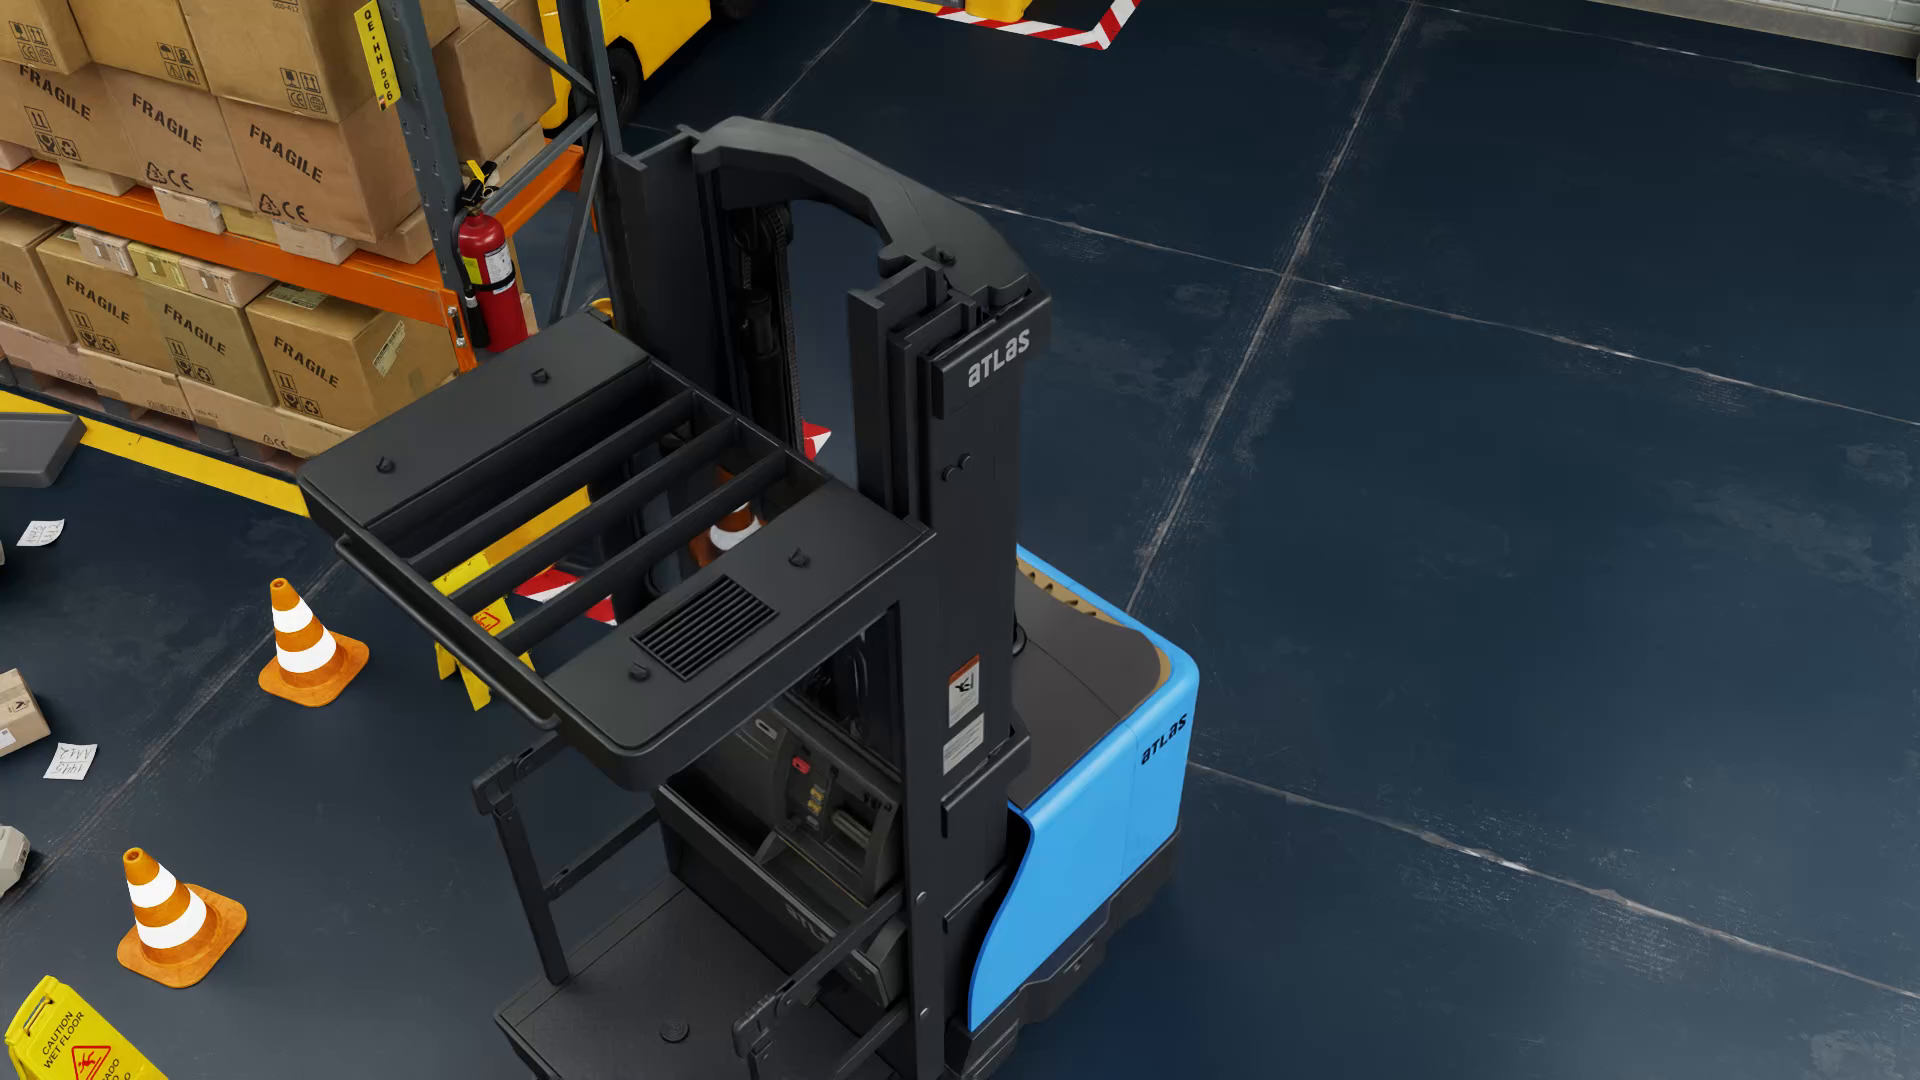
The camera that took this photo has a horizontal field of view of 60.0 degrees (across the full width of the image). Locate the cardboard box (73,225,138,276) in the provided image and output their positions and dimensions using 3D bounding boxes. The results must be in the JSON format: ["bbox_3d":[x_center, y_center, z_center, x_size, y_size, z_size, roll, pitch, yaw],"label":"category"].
[{"bbox_3d":[-3.214,-1.221,6.511,0.250,0.149,0.380,18,48,18],"label":"cardboard box"}]

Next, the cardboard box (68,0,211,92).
[{"bbox_3d":[-2.556,-1.939,5.581,0.500,0.500,0.700,17,47,16],"label":"cardboard box"}]

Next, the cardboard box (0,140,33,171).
[{"bbox_3d":[-3.641,-1.604,6.413,0.250,0.149,0.380,16,47,16],"label":"cardboard box"}]

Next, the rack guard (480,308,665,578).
[{"bbox_3d":[-1.607,-0.439,6.837,0.348,0.500,1.175,16,47,16],"label":"rack guard"}]

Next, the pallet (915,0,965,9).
[{"bbox_3d":[-0.351,-3.729,10.348,1.213,0.211,1.003,16,47,16],"label":"pallet"}]

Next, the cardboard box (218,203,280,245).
[{"bbox_3d":[-2.469,-1.258,6.066,0.250,0.149,0.380,16,47,15],"label":"cardboard box"}]

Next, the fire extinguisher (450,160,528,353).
[{"bbox_3d":[-1.608,-0.946,5.629,0.183,0.674,0.296,16,47,16],"label":"fire extinguisher"}]

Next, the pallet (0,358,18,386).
[{"bbox_3d":[-4.595,-1.243,7.850,1.213,0.211,1.003,16,47,16],"label":"pallet"}]

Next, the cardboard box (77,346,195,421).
[{"bbox_3d":[-3.346,-0.807,7.086,0.500,0.250,0.500,15,47,14],"label":"cardboard box"}]

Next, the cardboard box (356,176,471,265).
[{"bbox_3d":[-1.964,-1.178,5.985,0.250,0.149,0.380,18,48,17],"label":"cardboard box"}]

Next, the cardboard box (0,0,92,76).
[{"bbox_3d":[-3.066,-2.010,5.653,0.500,0.500,0.700,16,47,15],"label":"cardboard box"}]

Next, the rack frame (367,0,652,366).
[{"bbox_3d":[-1.536,-1.305,5.934,0.127,3.000,1.000,16,47,16],"label":"rack frame"}]

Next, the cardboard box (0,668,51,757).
[{"bbox_3d":[-3.523,0.665,5.976,0.380,0.149,0.250,-28,51,-25],"label":"cardboard box"}]

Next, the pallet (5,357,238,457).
[{"bbox_3d":[-3.465,-0.913,7.518,1.213,0.211,1.003,16,47,16],"label":"pallet"}]

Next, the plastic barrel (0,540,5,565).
[{"bbox_3d":[-4.026,0.033,6.416,0.512,0.421,0.421,-20,48,-19],"label":"plastic barrel"}]

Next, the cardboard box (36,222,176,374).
[{"bbox_3d":[-3.322,-1.073,6.822,0.500,0.500,0.500,15,47,15],"label":"cardboard box"}]

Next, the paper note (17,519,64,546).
[{"bbox_3d":[-3.737,-0.032,6.761,0.148,0.019,0.142,2,45,2],"label":"paper note"}]

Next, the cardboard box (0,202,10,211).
[{"bbox_3d":[-3.971,-1.442,6.733,0.250,0.149,0.380,19,48,18],"label":"cardboard box"}]

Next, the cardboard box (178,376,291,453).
[{"bbox_3d":[-2.861,-0.669,6.947,0.500,0.250,0.500,17,47,16],"label":"cardboard box"}]

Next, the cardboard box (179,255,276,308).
[{"bbox_3d":[-2.741,-1.078,6.367,0.250,0.149,0.380,18,48,17],"label":"cardboard box"}]

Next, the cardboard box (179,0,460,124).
[{"bbox_3d":[-2.092,-1.796,5.438,0.500,0.500,0.700,15,47,15],"label":"cardboard box"}]

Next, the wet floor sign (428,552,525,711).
[{"bbox_3d":[-1.773,0.278,6.013,0.232,0.644,0.267,33,54,29],"label":"wet floor sign"}]

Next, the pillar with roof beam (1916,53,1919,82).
[{"bbox_3d":[3.956,-3.008,3.393,0.400,9.000,9.100,16,47,16],"label":"pillar with roof beam"}]

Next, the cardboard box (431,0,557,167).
[{"bbox_3d":[-1.867,-1.755,6.105,0.500,0.500,0.500,16,47,15],"label":"cardboard box"}]

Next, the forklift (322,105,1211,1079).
[{"bbox_3d":[-0.610,0.582,4.087,1.130,2.935,3.031,33,54,29],"label":"forklift"}]

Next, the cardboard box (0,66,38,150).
[{"bbox_3d":[-3.525,-1.841,6.191,0.500,0.500,0.500,17,47,16],"label":"cardboard box"}]

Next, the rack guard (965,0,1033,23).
[{"bbox_3d":[0.393,-3.644,10.058,0.348,0.500,1.175,16,47,16],"label":"rack guard"}]

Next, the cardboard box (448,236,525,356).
[{"bbox_3d":[-2.197,-1.150,6.899,0.500,0.500,0.500,15,47,15],"label":"cardboard box"}]

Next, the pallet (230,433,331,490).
[{"bbox_3d":[-2.343,-0.580,7.184,1.213,0.211,1.003,16,47,16],"label":"pallet"}]

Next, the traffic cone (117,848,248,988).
[{"bbox_3d":[-2.543,1.133,5.284,0.334,0.463,0.336,16,47,16],"label":"traffic cone"}]

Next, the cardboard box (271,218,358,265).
[{"bbox_3d":[-2.240,-1.174,5.982,0.250,0.149,0.380,16,47,15],"label":"cardboard box"}]

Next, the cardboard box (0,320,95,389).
[{"bbox_3d":[-3.800,-0.949,7.229,0.500,0.250,0.500,16,47,15],"label":"cardboard box"}]

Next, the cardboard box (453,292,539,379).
[{"bbox_3d":[-2.174,-0.878,7.157,0.500,0.250,0.500,16,47,16],"label":"cardboard box"}]

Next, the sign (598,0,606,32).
[{"bbox_3d":[-1.328,-1.965,5.984,0.005,0.325,0.100,16,47,16],"label":"sign"}]

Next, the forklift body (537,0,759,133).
[{"bbox_3d":[-2.081,-3.563,8.806,1.214,2.155,2.313,16,47,16],"label":"forklift body"}]

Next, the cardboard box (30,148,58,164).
[{"bbox_3d":[-3.367,-1.606,6.415,0.250,0.149,0.380,16,47,16],"label":"cardboard box"}]

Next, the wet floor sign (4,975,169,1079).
[{"bbox_3d":[-2.560,1.499,4.786,0.232,0.644,0.267,9,46,9],"label":"wet floor sign"}]

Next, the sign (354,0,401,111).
[{"bbox_3d":[-1.769,-1.471,5.057,0.005,0.325,0.100,16,47,16],"label":"sign"}]

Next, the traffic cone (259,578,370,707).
[{"bbox_3d":[-2.430,0.318,6.103,0.334,0.463,0.336,16,47,16],"label":"traffic cone"}]

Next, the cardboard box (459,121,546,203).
[{"bbox_3d":[-1.770,-1.443,6.251,0.250,0.149,0.380,17,47,16],"label":"cardboard box"}]

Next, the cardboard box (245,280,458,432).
[{"bbox_3d":[-2.376,-0.792,6.540,0.500,0.500,0.500,17,47,16],"label":"cardboard box"}]

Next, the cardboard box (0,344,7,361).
[{"bbox_3d":[-4.290,-1.091,7.372,0.500,0.250,0.500,19,48,18],"label":"cardboard box"}]

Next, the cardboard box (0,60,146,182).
[{"bbox_3d":[-3.064,-1.691,6.041,0.500,0.500,0.500,16,47,16],"label":"cardboard box"}]

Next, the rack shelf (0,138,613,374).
[{"bbox_3d":[-3.382,-1.593,6.734,4.000,0.370,1.077,16,47,16],"label":"rack shelf"}]

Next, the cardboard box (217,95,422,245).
[{"bbox_3d":[-2.143,-1.413,5.762,0.500,0.500,0.500,16,47,15],"label":"cardboard box"}]

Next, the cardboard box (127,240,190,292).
[{"bbox_3d":[-2.972,-1.149,6.438,0.250,0.149,0.380,17,47,16],"label":"cardboard box"}]

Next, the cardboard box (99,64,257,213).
[{"bbox_3d":[-2.604,-1.552,5.902,0.500,0.500,0.500,17,47,16],"label":"cardboard box"}]

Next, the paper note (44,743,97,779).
[{"bbox_3d":[-3.175,0.787,5.937,0.142,0.019,0.148,2,45,2],"label":"paper note"}]

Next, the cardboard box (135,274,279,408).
[{"bbox_3d":[-2.859,-0.932,6.680,0.500,0.500,0.500,18,48,17],"label":"cardboard box"}]

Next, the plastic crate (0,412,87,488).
[{"bbox_3d":[-4.095,-0.396,7.091,0.583,0.080,0.402,2,45,2],"label":"plastic crate"}]

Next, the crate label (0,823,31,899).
[{"bbox_3d":[-3.293,1.075,5.573,0.298,0.136,0.250,-5,45,-5],"label":"crate label"}]

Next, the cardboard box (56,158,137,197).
[{"bbox_3d":[-3.171,-1.480,6.288,0.250,0.149,0.380,16,47,15],"label":"cardboard box"}]

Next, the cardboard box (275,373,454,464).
[{"bbox_3d":[-2.408,-0.530,6.807,0.500,0.250,0.500,16,47,16],"label":"cardboard box"}]

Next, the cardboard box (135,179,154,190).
[{"bbox_3d":[-2.900,-1.469,6.278,0.250,0.149,0.380,17,47,16],"label":"cardboard box"}]

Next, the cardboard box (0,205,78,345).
[{"bbox_3d":[-3.811,-1.215,6.965,0.500,0.500,0.500,19,48,18],"label":"cardboard box"}]

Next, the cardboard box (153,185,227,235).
[{"bbox_3d":[-2.718,-1.308,6.116,0.250,0.149,0.380,17,47,17],"label":"cardboard box"}]
